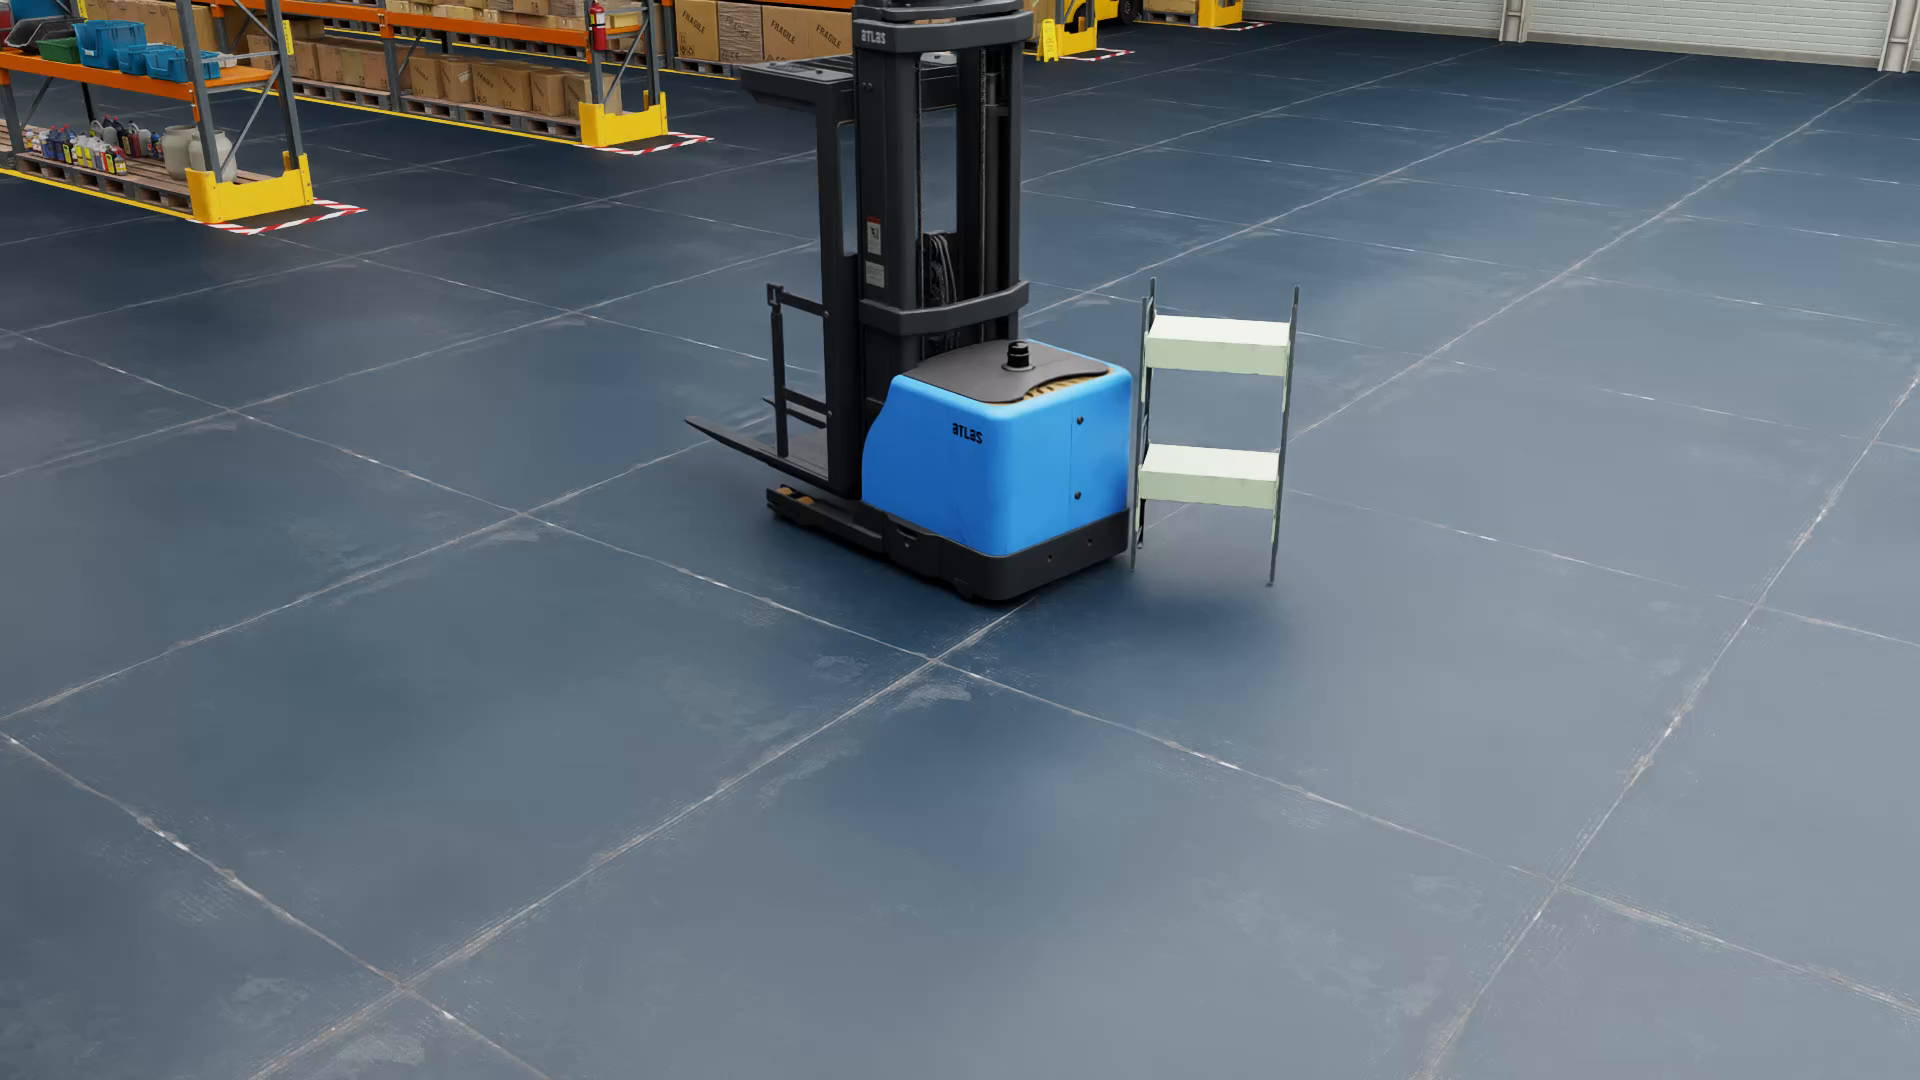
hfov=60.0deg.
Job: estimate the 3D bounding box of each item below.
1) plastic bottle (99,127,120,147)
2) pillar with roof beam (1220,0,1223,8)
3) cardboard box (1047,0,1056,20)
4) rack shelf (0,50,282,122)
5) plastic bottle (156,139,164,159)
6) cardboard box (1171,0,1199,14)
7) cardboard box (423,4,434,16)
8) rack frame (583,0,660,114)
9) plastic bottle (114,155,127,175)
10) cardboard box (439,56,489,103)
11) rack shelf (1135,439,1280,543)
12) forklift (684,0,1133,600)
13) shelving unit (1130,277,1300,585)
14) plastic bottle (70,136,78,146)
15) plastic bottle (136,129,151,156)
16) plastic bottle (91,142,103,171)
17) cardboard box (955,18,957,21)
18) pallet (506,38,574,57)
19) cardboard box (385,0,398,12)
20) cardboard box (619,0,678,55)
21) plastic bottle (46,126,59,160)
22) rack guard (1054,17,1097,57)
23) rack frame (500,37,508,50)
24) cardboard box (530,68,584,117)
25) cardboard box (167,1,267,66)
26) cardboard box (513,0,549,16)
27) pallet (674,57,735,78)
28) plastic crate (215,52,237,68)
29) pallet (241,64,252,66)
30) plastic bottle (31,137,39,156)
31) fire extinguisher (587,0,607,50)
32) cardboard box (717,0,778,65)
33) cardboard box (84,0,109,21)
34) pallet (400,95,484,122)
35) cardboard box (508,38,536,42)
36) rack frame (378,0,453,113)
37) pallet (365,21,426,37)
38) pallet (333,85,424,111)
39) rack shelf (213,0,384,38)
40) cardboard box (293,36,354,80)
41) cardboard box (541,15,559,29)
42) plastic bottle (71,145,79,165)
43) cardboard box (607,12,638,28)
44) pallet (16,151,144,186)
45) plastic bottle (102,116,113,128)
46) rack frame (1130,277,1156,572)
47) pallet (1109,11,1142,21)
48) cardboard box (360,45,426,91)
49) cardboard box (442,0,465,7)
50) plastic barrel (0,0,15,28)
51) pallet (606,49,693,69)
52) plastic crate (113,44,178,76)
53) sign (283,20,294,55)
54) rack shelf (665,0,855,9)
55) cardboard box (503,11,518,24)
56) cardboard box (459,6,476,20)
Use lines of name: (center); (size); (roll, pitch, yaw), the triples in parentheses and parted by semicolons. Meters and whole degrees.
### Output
plastic bottle: (-9.447, -4.447, 18.454); (0.135, 0.276, 0.152); (17, 29, 33)
pillar with roof beam: (2.270, -12.901, 27.369); (0.400, 9.000, 9.100); (17, 29, 33)
cardboard box: (1.396, -9.050, 28.028); (0.500, 0.500, 0.500); (16, 28, 32)
rack shelf: (-8.620, -4.842, 17.411); (4.000, 0.370, 1.077); (17, 29, 33)
plastic bottle: (-8.717, -4.278, 18.165); (0.097, 0.201, 0.097); (0, 24, 0)
cardboard box: (4.303, -10.031, 31.185); (0.500, 0.250, 0.500); (17, 29, 34)
cardboard box: (-6.643, -6.815, 21.309); (0.250, 0.149, 0.380); (17, 29, 33)
rack frame: (-4.049, -6.285, 19.795); (0.127, 3.000, 1.000); (17, 29, 33)
plastic bottle: (-8.752, -3.911, 17.331); (0.097, 0.201, 0.097); (0, 24, 0)
cardboard box: (-6.491, -6.055, 21.852); (0.500, 0.500, 0.500); (-16, 28, -31)
rack shelf: (1.319, -0.265, 8.800); (0.720, 0.370, 0.431); (5, 24, 11)
forklift: (-0.461, -1.544, 9.119); (1.130, 2.935, 3.031); (-20, 31, -38)
shelving unit: (1.319, -0.563, 8.668); (0.755, 1.500, 0.431); (5, 24, 11)
plastic bottle: (-9.532, -4.209, 17.921); (0.097, 0.271, 0.097); (0, 24, 0)
plastic bottle: (-8.992, -4.382, 18.307); (0.135, 0.276, 0.152); (17, 29, 34)
plastic bottle: (-9.048, -4.048, 17.550); (0.135, 0.276, 0.152); (16, 28, 32)
cardboard box: (0.255, -8.778, 28.342); (0.500, 0.250, 0.500); (16, 28, 31)
pallet: (-6.809, -8.305, 27.837); (1.213, 0.211, 1.003); (17, 29, 33)
cardboard box: (-7.258, -6.989, 21.703); (0.250, 0.149, 0.380); (17, 29, 33)
cardboard box: (-4.745, -8.112, 26.211); (0.750, 0.750, 1.050); (17, 29, 33)
plastic bottle: (-9.823, -4.315, 18.062); (0.185, 0.351, 0.144); (18, 29, 35)
rack guard: (1.834, -8.357, 27.598); (0.348, 0.500, 1.175); (17, 29, 33)
rack frame: (-7.395, -9.796, 27.763); (0.127, 3.000, 1.000); (17, 29, 33)
cardboard box: (-5.037, -5.624, 20.873); (0.500, 0.500, 0.500); (-17, 29, -34)
cardboard box: (-10.990, -7.613, 24.924); (0.875, 0.875, 1.225); (15, 28, 31)
cardboard box: (-4.945, -6.691, 20.224); (0.500, 0.500, 0.875); (17, 29, 33)
pallet: (-3.633, -7.343, 25.655); (1.213, 0.211, 1.003); (17, 29, 33)
plastic crate: (-7.543, -4.887, 16.948); (0.250, 0.136, 0.298); (17, 29, 33)
pallet: (-11.036, -7.159, 25.236); (1.213, 0.211, 1.003); (17, 29, 33)
plastic bottle: (-10.147, -4.332, 18.288); (0.097, 0.201, 0.097); (0, 24, 0)
fire extinguisher: (-4.234, -6.074, 19.411); (0.183, 0.674, 0.296); (17, 29, 33)
cardboard box: (-3.009, -7.657, 25.023); (0.875, 0.875, 0.875); (17, 29, 34)
cardboard box: (-13.127, -8.259, 26.388); (0.875, 0.875, 1.225); (17, 29, 33)
pallet: (-6.691, -5.826, 22.210); (1.213, 0.211, 1.003); (17, 29, 33)
cardboard box: (-6.962, -8.782, 27.731); (0.750, 0.750, 1.050); (16, 29, 33)
rack frame: (-7.250, -7.253, 21.991); (0.127, 3.000, 1.000); (17, 29, 33)
pallet: (-9.972, -9.299, 30.094); (1.213, 0.211, 1.003); (17, 29, 33)
pallet: (-7.874, -6.164, 22.979); (1.213, 0.211, 1.003); (17, 29, 33)
rack shelf: (-8.850, -7.407, 23.233); (4.000, 0.370, 1.077); (17, 29, 33)
cardboard box: (-8.993, -6.857, 23.647); (0.500, 0.500, 0.700); (20, 31, 38)
cardboard box: (-4.831, -6.277, 20.088); (0.250, 0.149, 0.380); (17, 29, 33)
plastic bottle: (-9.460, -4.125, 17.816); (0.097, 0.201, 0.097); (0, 24, 0)
cardboard box: (-4.134, -6.316, 20.177); (0.250, 0.149, 0.380); (17, 29, 33)
pallet: (-9.708, -4.203, 18.527); (1.213, 0.211, 1.003); (17, 29, 33)
plastic bottle: (-9.532, -4.581, 18.667); (0.185, 0.351, 0.144); (16, 28, 32)
rack frame: (0.961, -0.595, 8.740); (0.023, 1.500, 0.400); (5, 24, 11)
pallet: (3.259, -10.276, 32.310); (1.213, 0.211, 1.003); (17, 29, 33)
cardboard box: (-7.728, -6.466, 22.759); (0.500, 0.500, 0.700); (14, 28, 29)
cardboard box: (-6.087, -7.085, 21.117); (0.500, 0.500, 0.875); (17, 29, 33)
plastic barrel: (-10.854, -6.019, 19.022); (0.433, 0.535, 0.433); (0, 24, 0)
pallet: (-4.857, -7.715, 26.498); (1.213, 0.211, 1.003); (17, 29, 33)
plastic crate: (-8.116, -4.803, 16.615); (0.408, 0.251, 0.499); (17, 29, 33)
sign: (-6.686, -4.991, 16.513); (0.005, 0.325, 0.100); (17, 29, 33)
rack shelf: (-2.594, -8.016, 24.615); (4.000, 0.370, 1.077); (17, 29, 33)
cardboard box: (-5.411, -6.470, 20.525); (0.250, 0.149, 0.380); (17, 29, 33)
cardboard box: (-6.050, -6.630, 20.890); (0.250, 0.149, 0.380); (17, 29, 33)
